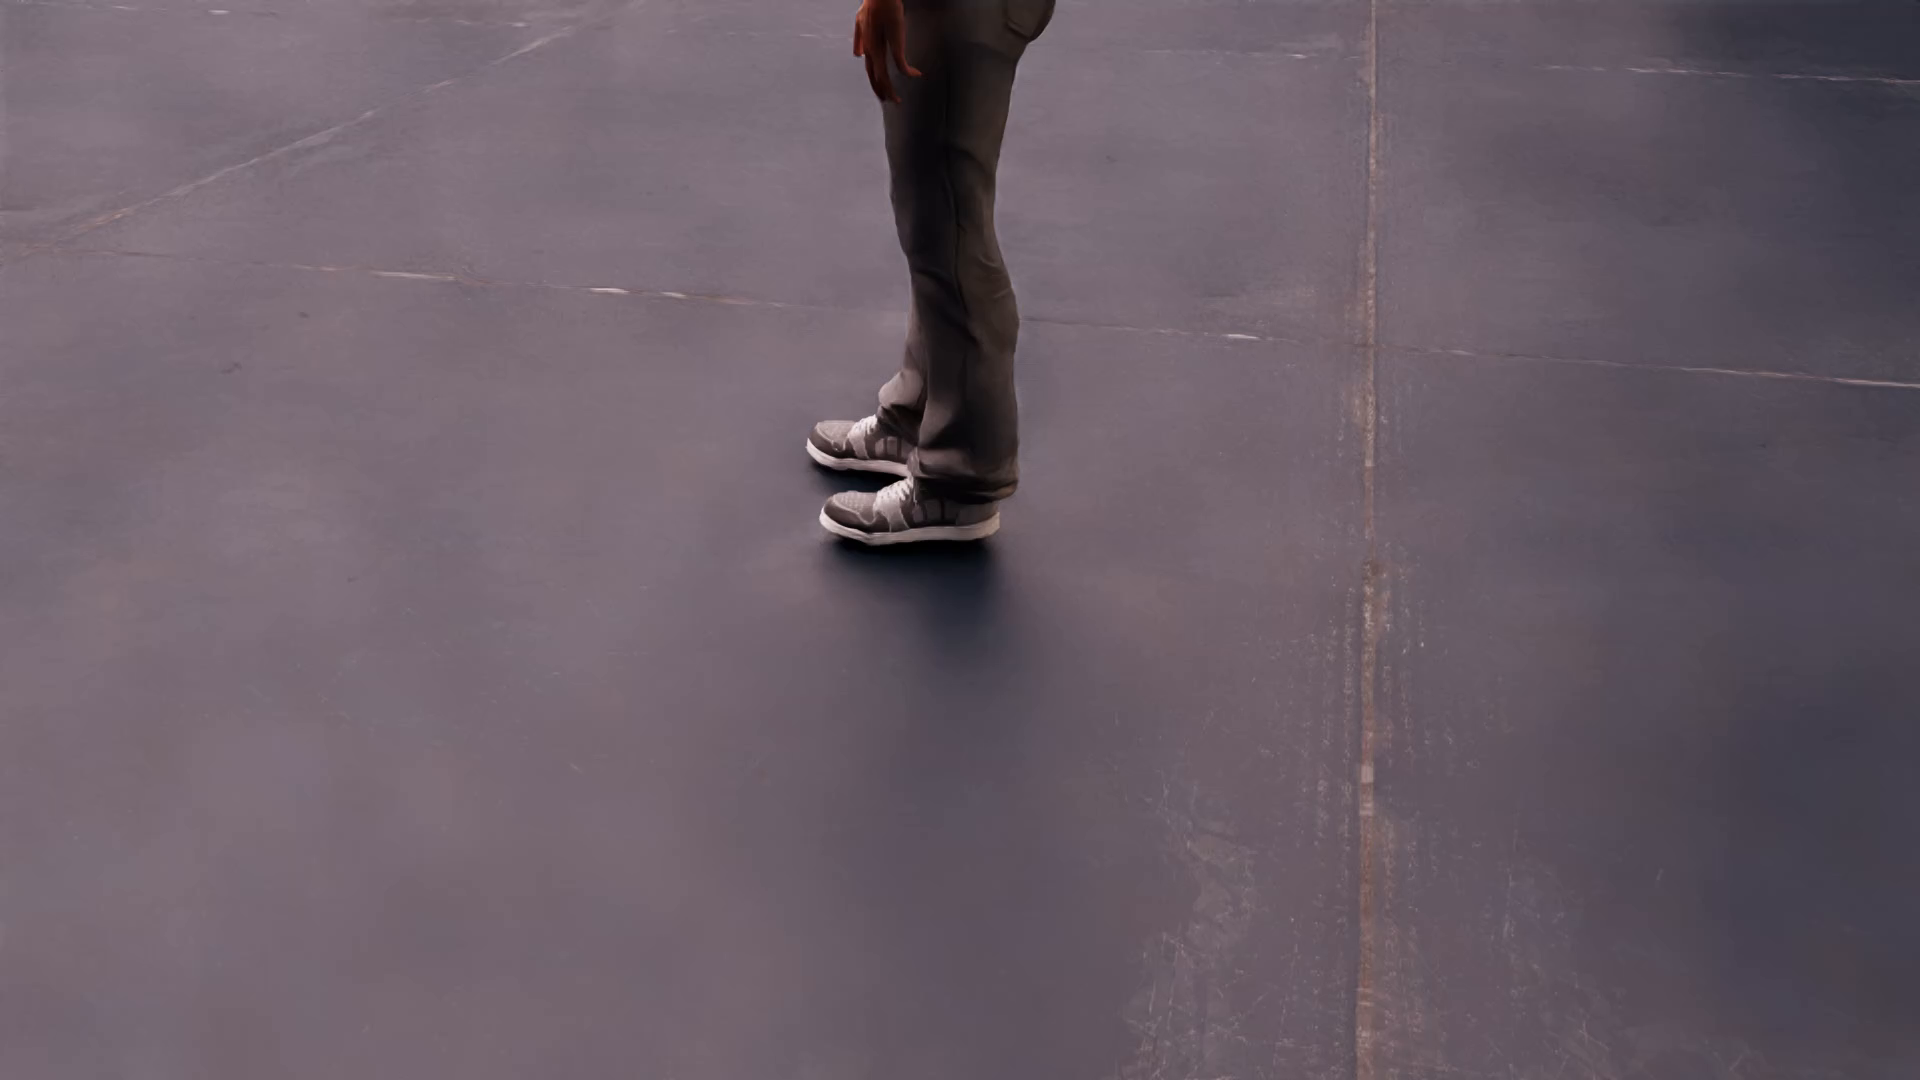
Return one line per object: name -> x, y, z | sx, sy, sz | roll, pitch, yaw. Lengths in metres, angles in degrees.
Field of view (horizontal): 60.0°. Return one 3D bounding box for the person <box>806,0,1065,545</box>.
person -> -0.069, -0.733, 2.164 | 0.474, 1.597, 0.521 | 6, 27, 11
